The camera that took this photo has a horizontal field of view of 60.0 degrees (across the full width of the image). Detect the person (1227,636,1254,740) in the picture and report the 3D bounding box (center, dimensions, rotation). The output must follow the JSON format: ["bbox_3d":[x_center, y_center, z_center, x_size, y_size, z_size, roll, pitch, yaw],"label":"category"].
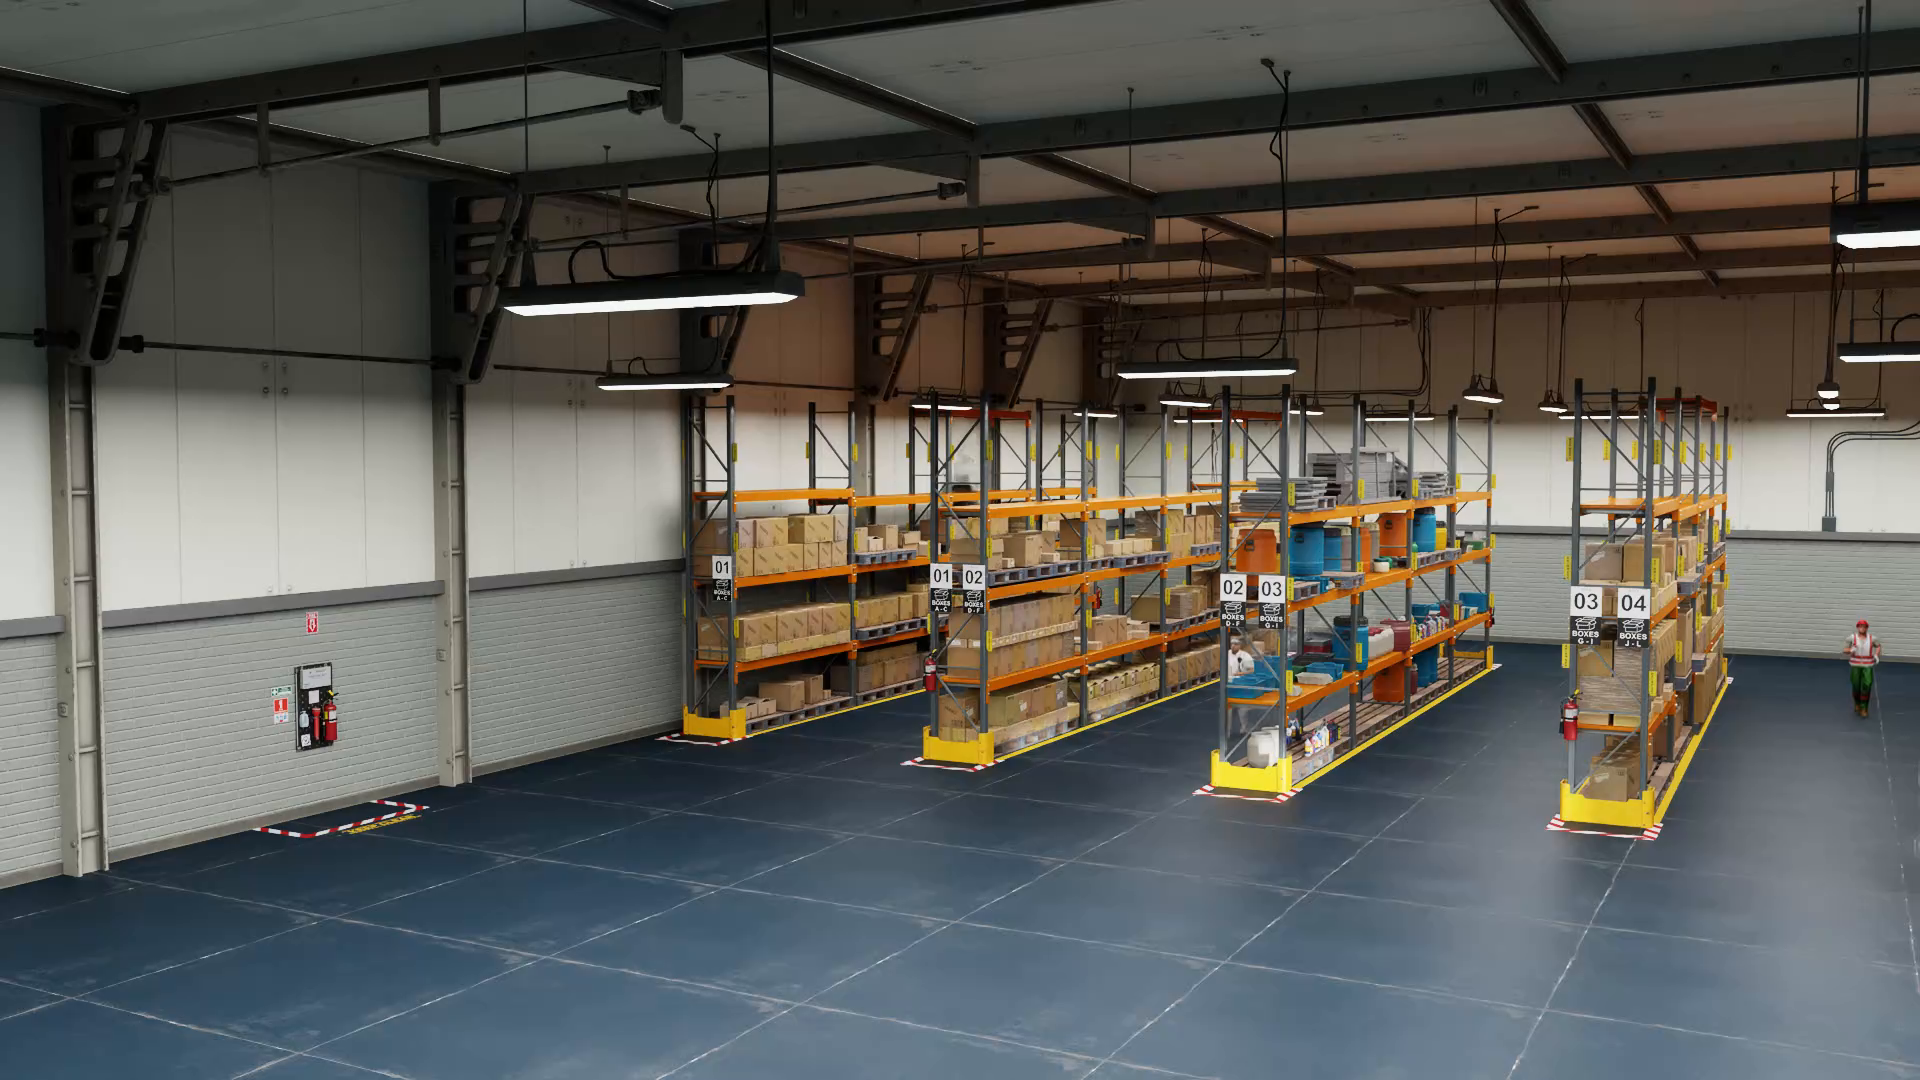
[{"bbox_3d":[4.872,2.580,29.224,0.650,1.826,0.820,2,3,27],"label":"person"}]

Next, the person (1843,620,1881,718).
[{"bbox_3d":[17.127,2.421,31.595,0.639,1.819,0.828,2,3,28],"label":"person"}]
